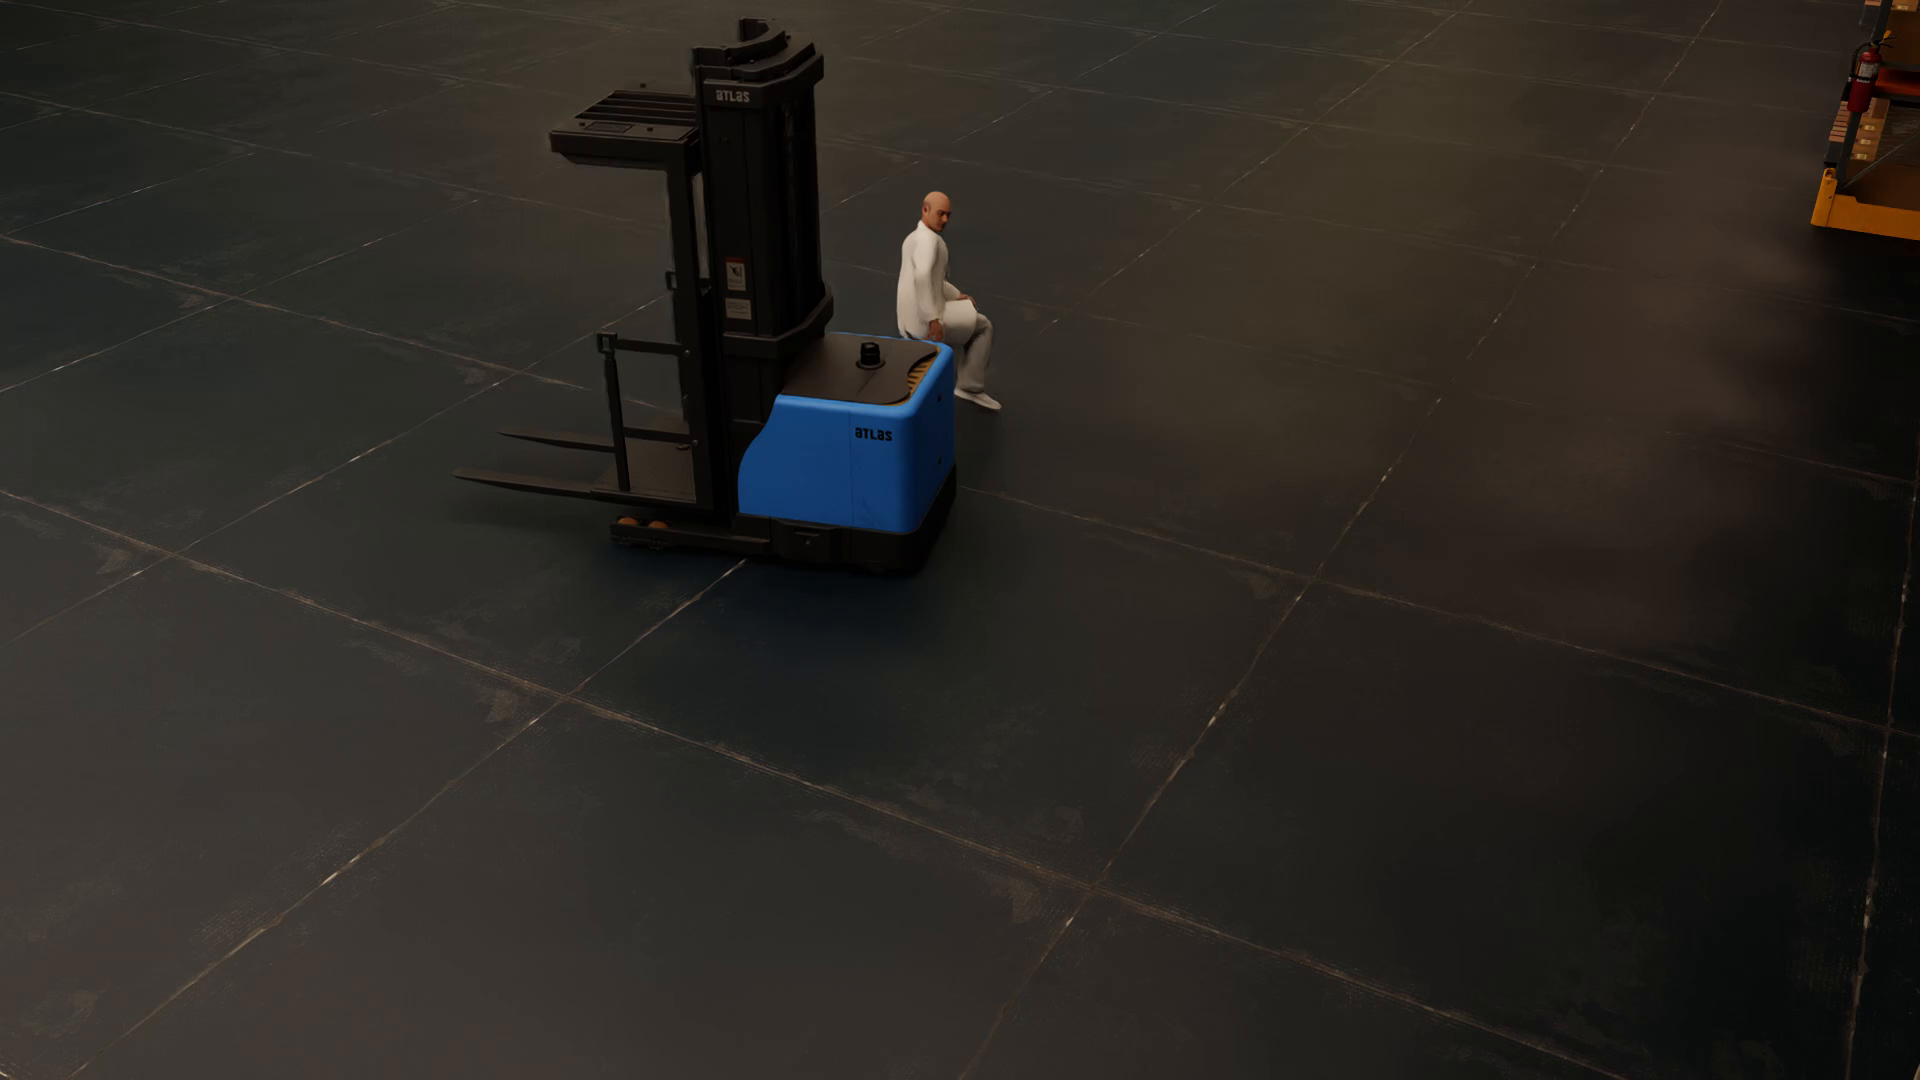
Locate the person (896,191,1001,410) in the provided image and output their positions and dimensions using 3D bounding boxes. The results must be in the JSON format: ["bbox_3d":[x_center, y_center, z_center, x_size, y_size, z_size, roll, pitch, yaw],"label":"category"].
[{"bbox_3d":[-0.099,-1.549,11.186,0.740,1.548,0.818,-17,34,-26],"label":"person"}]

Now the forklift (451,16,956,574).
[{"bbox_3d":[-1.596,-1.460,9.600,3.031,2.935,1.130,7,31,12],"label":"forklift"}]
